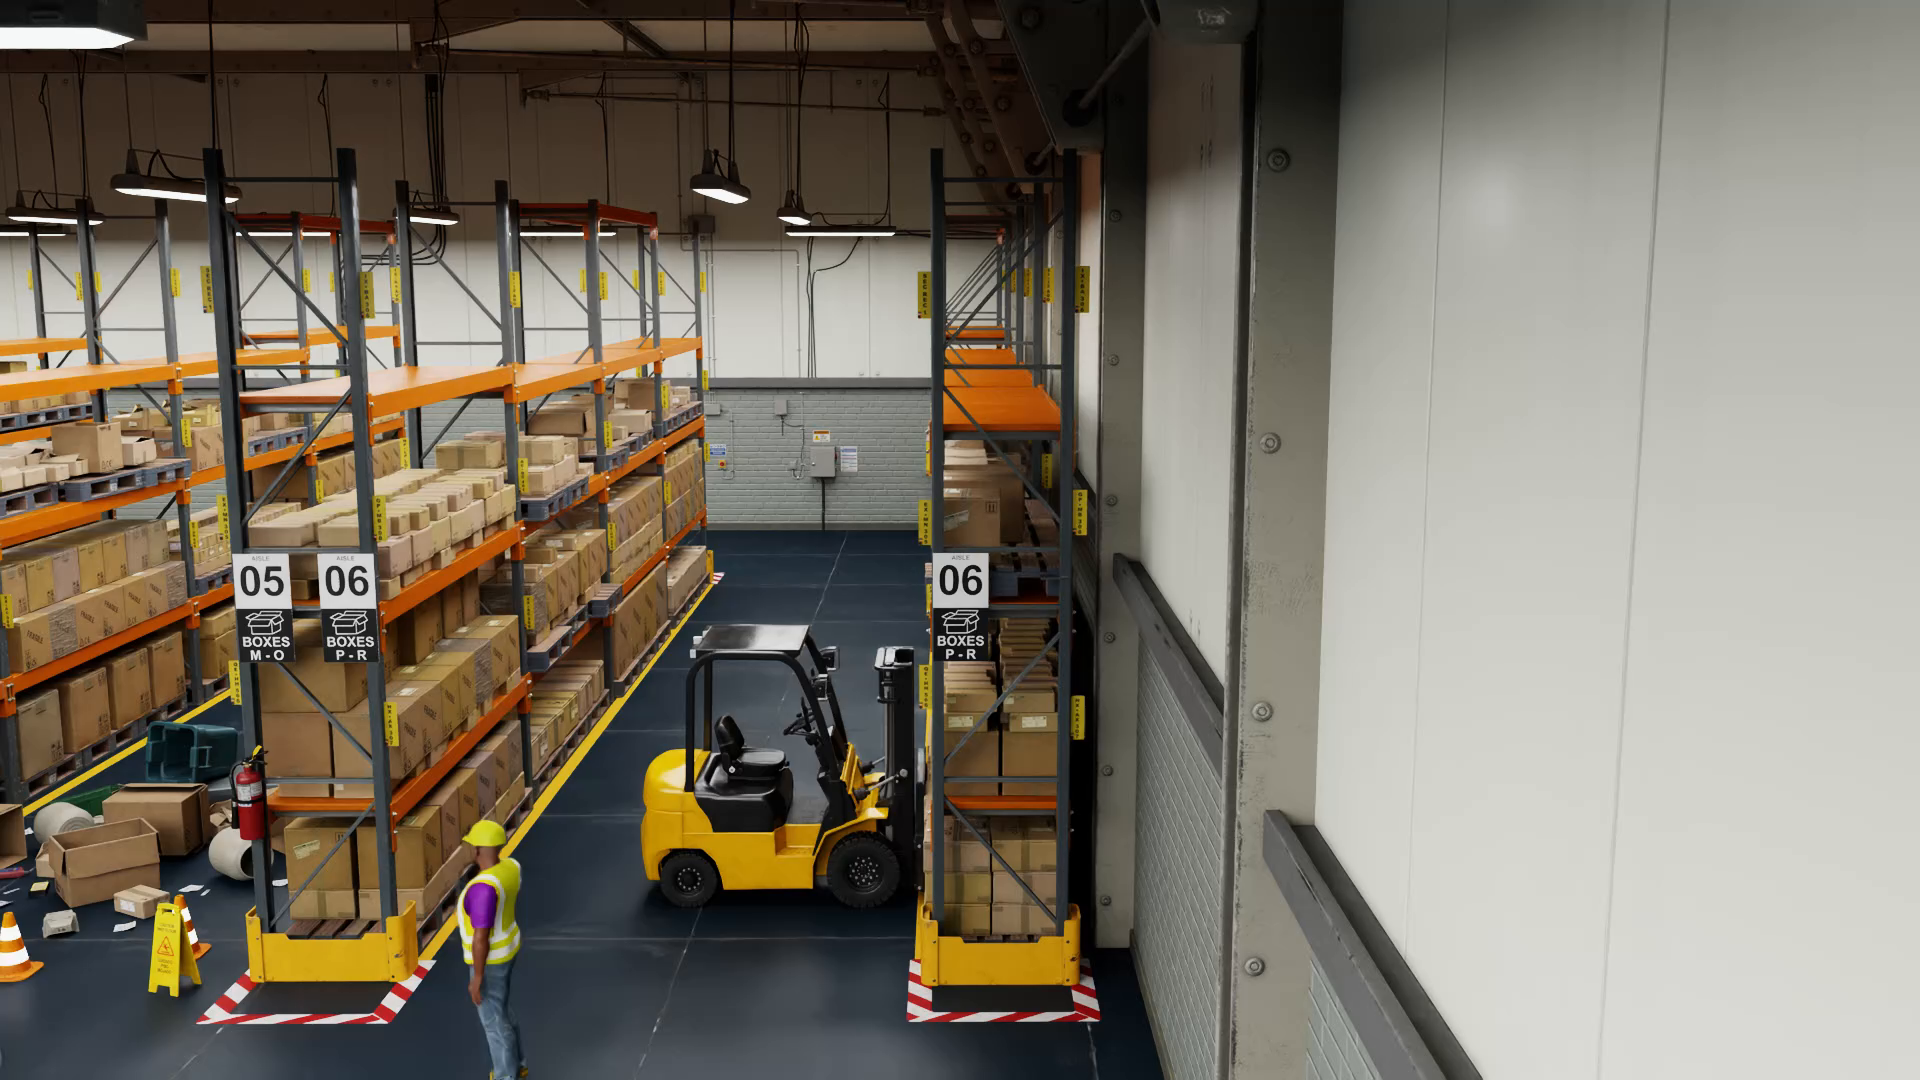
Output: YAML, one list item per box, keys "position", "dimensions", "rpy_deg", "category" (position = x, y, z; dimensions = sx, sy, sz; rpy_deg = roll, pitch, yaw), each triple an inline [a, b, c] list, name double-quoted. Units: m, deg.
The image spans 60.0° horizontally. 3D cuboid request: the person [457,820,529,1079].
- position: [-2.951, 2.641, 10.474]
  dimensions: [0.353, 1.799, 0.661]
  rpy_deg: [0, 9, 1]
  category: "person"
